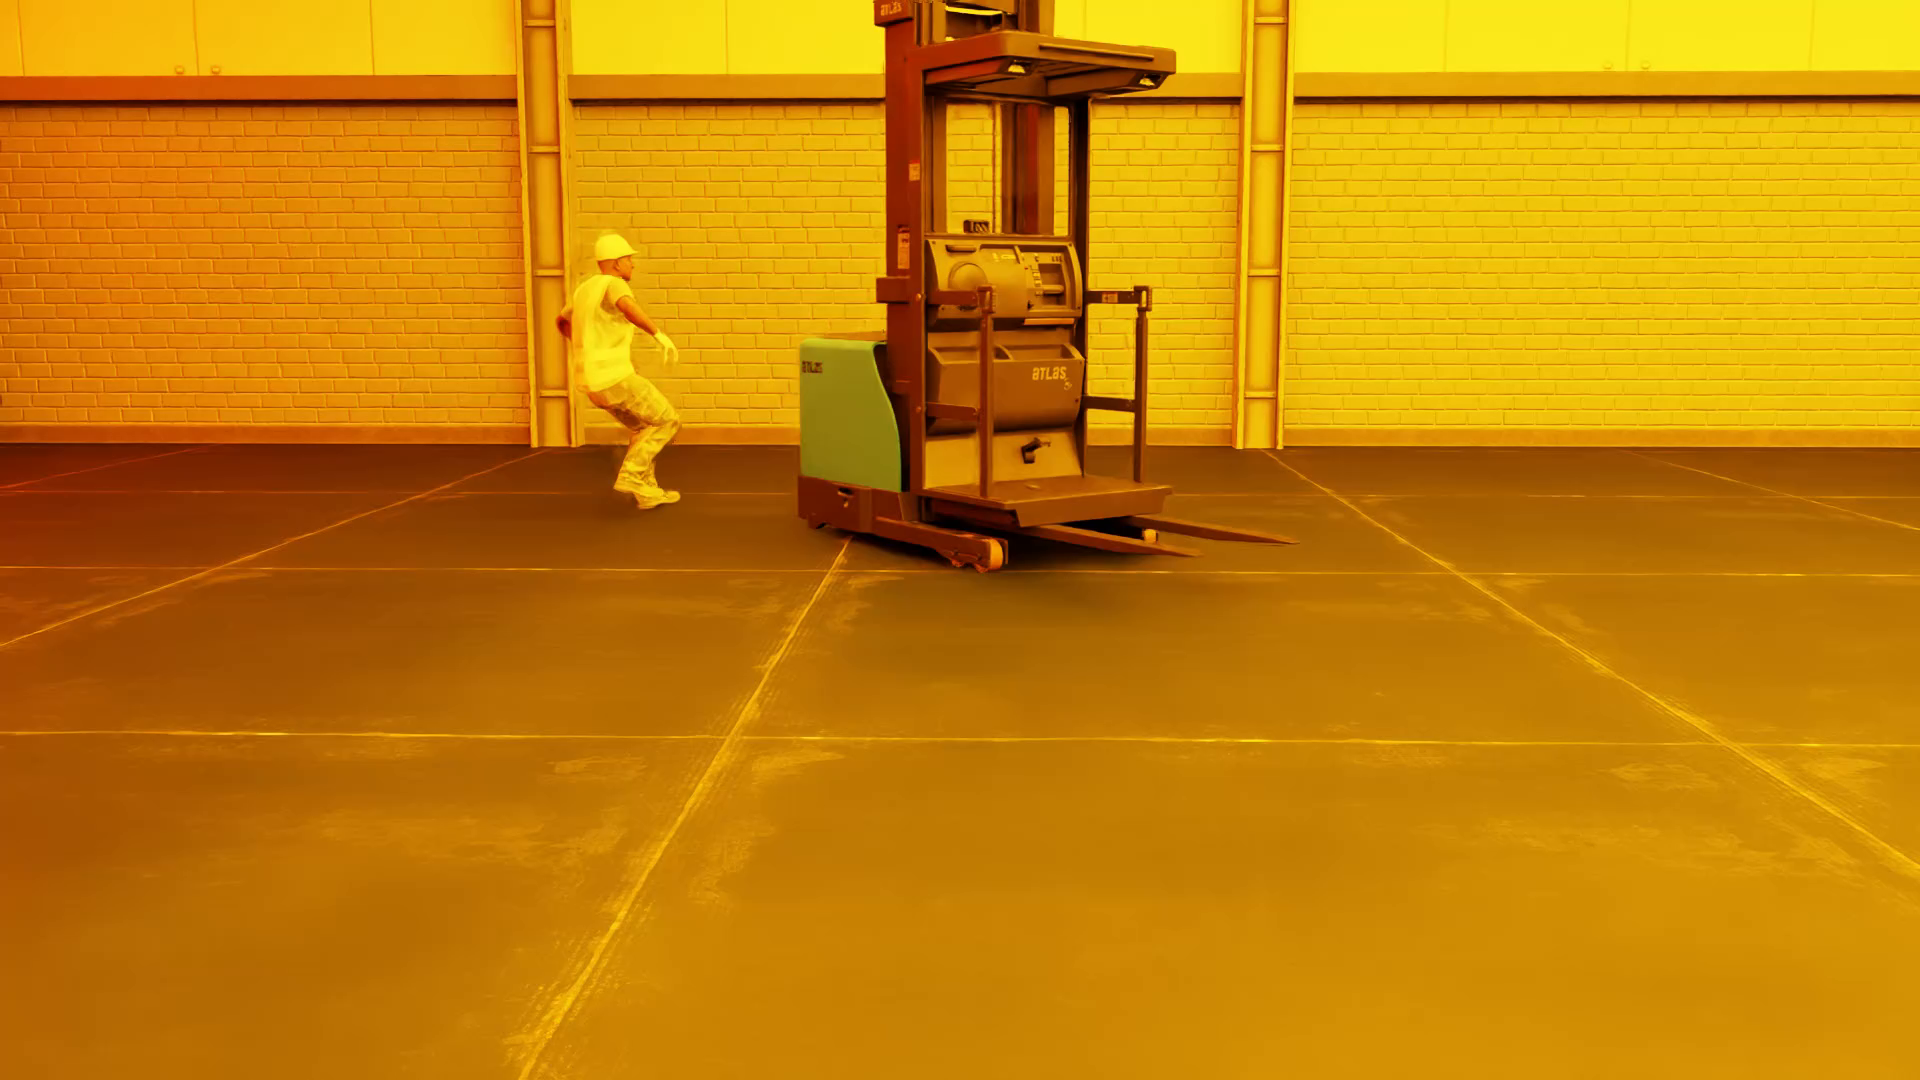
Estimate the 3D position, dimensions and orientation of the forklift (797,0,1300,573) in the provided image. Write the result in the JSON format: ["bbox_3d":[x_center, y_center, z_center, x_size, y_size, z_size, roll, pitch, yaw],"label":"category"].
[{"bbox_3d":[0.366,-1.375,8.297,1.130,2.935,3.031,-6,11,-36],"label":"forklift"}]

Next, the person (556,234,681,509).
[{"bbox_3d":[-1.984,-0.997,10.056,0.694,1.671,1.053,-5,10,-30],"label":"person"}]
